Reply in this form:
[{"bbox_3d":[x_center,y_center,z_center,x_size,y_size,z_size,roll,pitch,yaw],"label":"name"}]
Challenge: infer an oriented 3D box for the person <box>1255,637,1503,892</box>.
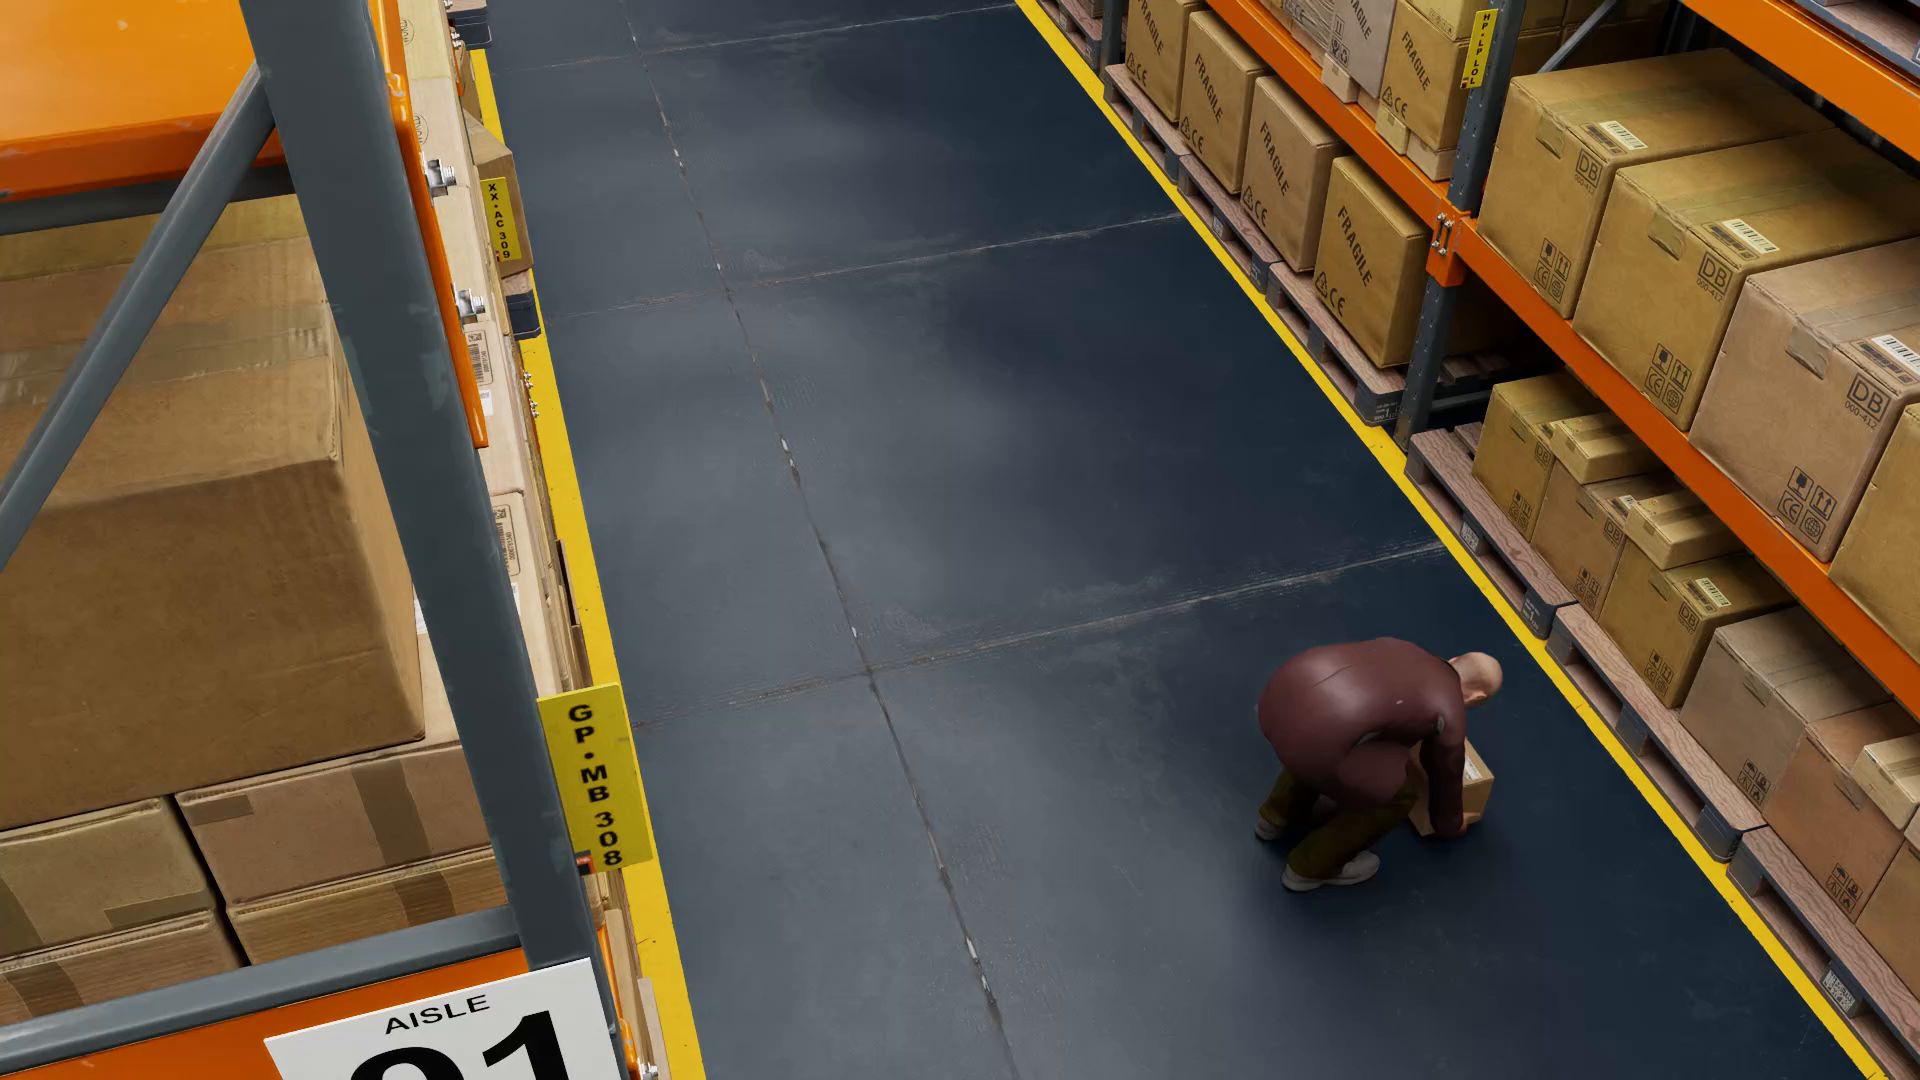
[{"bbox_3d":[1.477,0.744,5.922,0.942,0.994,0.591,-14,43,-15],"label":"person"}]
